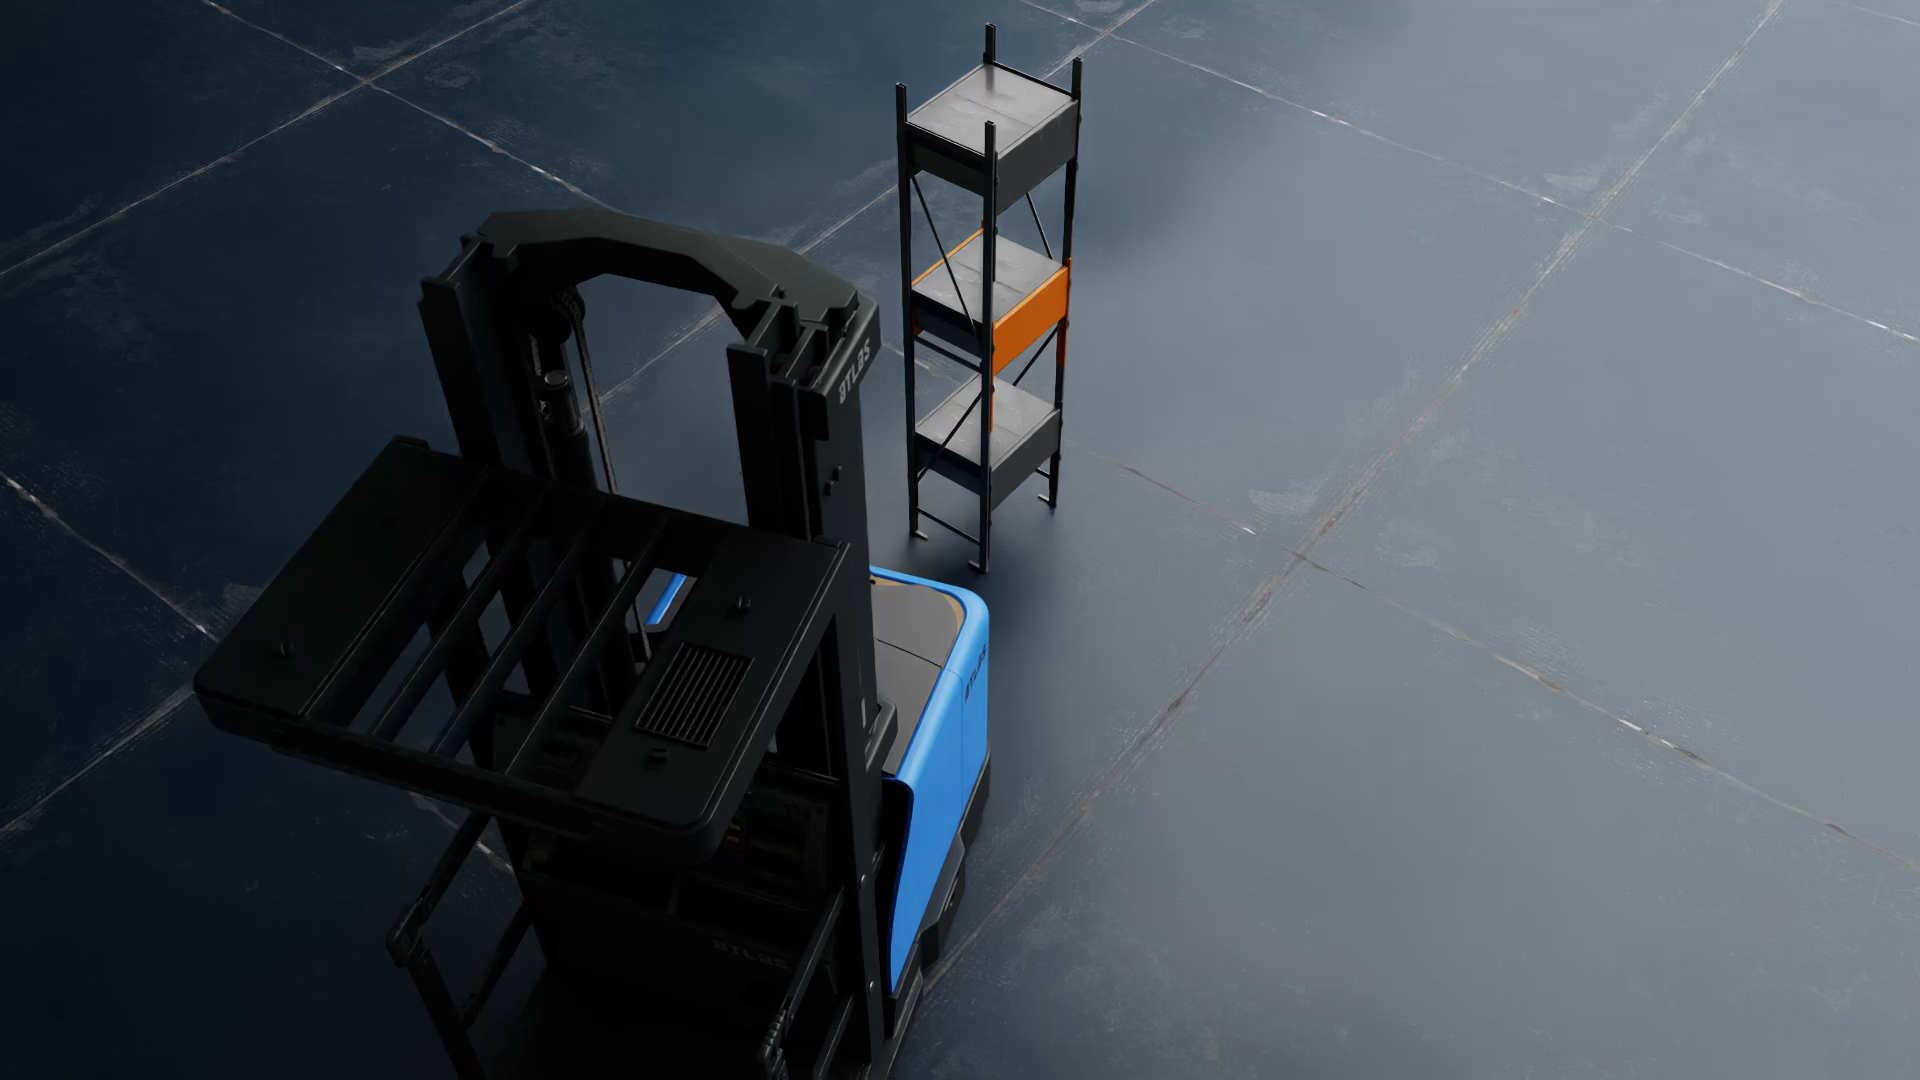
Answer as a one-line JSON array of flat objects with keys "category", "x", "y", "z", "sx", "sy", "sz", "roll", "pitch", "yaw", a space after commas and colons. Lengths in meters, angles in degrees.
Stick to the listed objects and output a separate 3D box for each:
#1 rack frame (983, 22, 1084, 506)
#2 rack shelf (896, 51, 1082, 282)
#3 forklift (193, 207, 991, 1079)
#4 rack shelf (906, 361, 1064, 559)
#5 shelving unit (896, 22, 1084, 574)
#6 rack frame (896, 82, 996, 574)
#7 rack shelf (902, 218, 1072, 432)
[{"category": "rack frame", "x": 0.250, "y": -0.960, "z": 6.379, "sx": 0.400, "sy": 2.100, "sz": 0.015, "roll": 29, "pitch": 53, "yaw": 25}, {"category": "rack shelf", "x": 0.101, "y": -1.294, "z": 5.750, "sx": 0.431, "sy": 0.518, "sz": 0.480, "roll": 29, "pitch": 53, "yaw": 25}, {"category": "forklift", "x": -0.837, "y": 0.803, "z": 4.120, "sx": 1.130, "sy": 2.935, "sz": 3.031, "roll": 13, "pitch": 48, "yaw": 12}, {"category": "rack shelf", "x": 0.101, "y": -0.327, "z": 6.762, "sx": 0.431, "sy": 0.518, "sz": 0.480, "roll": 29, "pitch": 53, "yaw": 25}, {"category": "shelving unit", "x": 0.101, "y": -0.820, "z": 6.246, "sx": 0.431, "sy": 2.100, "sz": 0.503, "roll": 29, "pitch": 53, "yaw": 25}, {"category": "rack frame", "x": -0.048, "y": -0.680, "z": 6.113, "sx": 0.400, "sy": 2.100, "sz": 0.015, "roll": 29, "pitch": 53, "yaw": 25}, {"category": "rack shelf", "x": 0.101, "y": -0.811, "z": 6.256, "sx": 0.431, "sy": 0.518, "sz": 0.480, "roll": 29, "pitch": 53, "yaw": 25}]
